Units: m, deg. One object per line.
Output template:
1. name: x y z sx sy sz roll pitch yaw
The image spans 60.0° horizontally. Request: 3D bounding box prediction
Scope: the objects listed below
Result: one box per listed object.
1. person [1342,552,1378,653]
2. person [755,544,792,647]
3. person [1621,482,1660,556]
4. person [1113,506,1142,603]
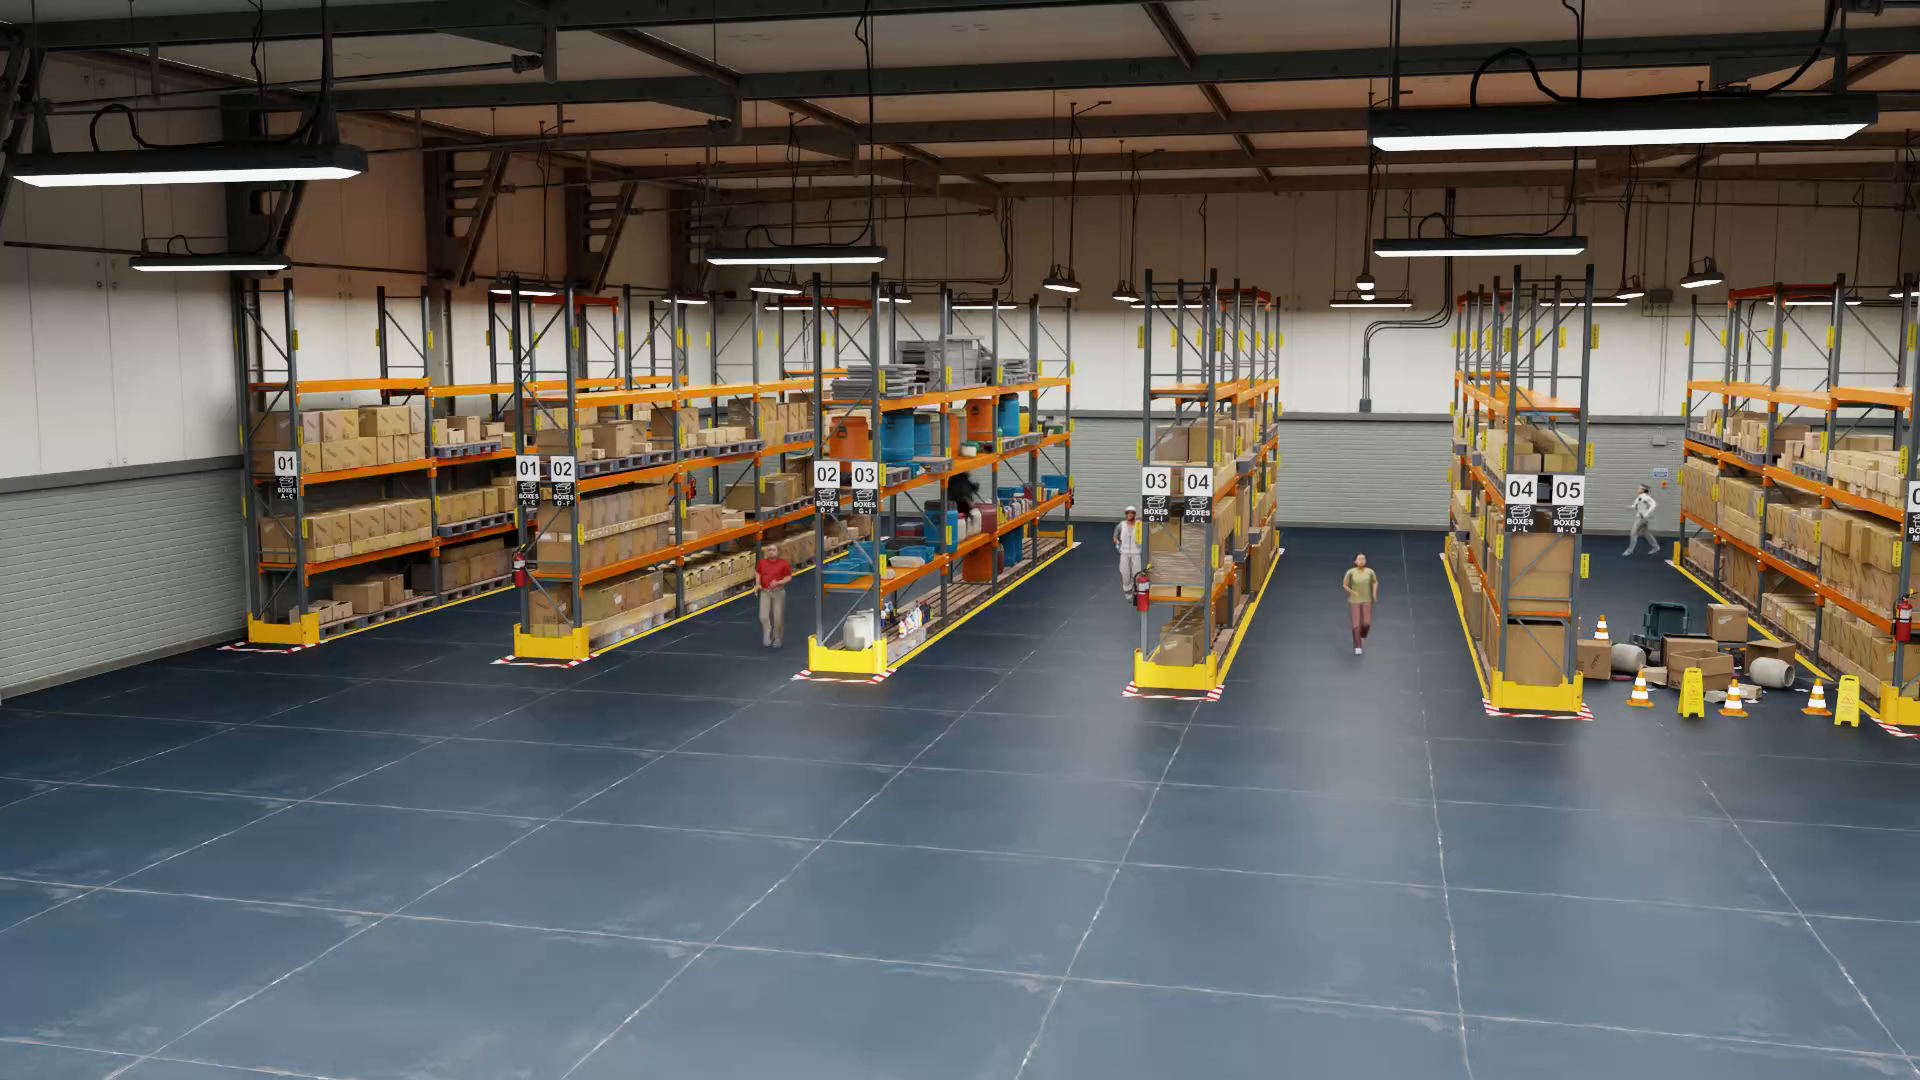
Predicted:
1. person: 6.415 1.009 26.628 0.574 1.631 0.539 1 7 6
2. person: -3.060 0.913 27.074 0.647 1.698 0.659 0 7 4
3. person: 15.803 -0.476 38.514 0.869 1.717 0.611 2 7 16
4. person: 3.059 0.268 29.836 0.649 1.755 0.566 1 7 9
